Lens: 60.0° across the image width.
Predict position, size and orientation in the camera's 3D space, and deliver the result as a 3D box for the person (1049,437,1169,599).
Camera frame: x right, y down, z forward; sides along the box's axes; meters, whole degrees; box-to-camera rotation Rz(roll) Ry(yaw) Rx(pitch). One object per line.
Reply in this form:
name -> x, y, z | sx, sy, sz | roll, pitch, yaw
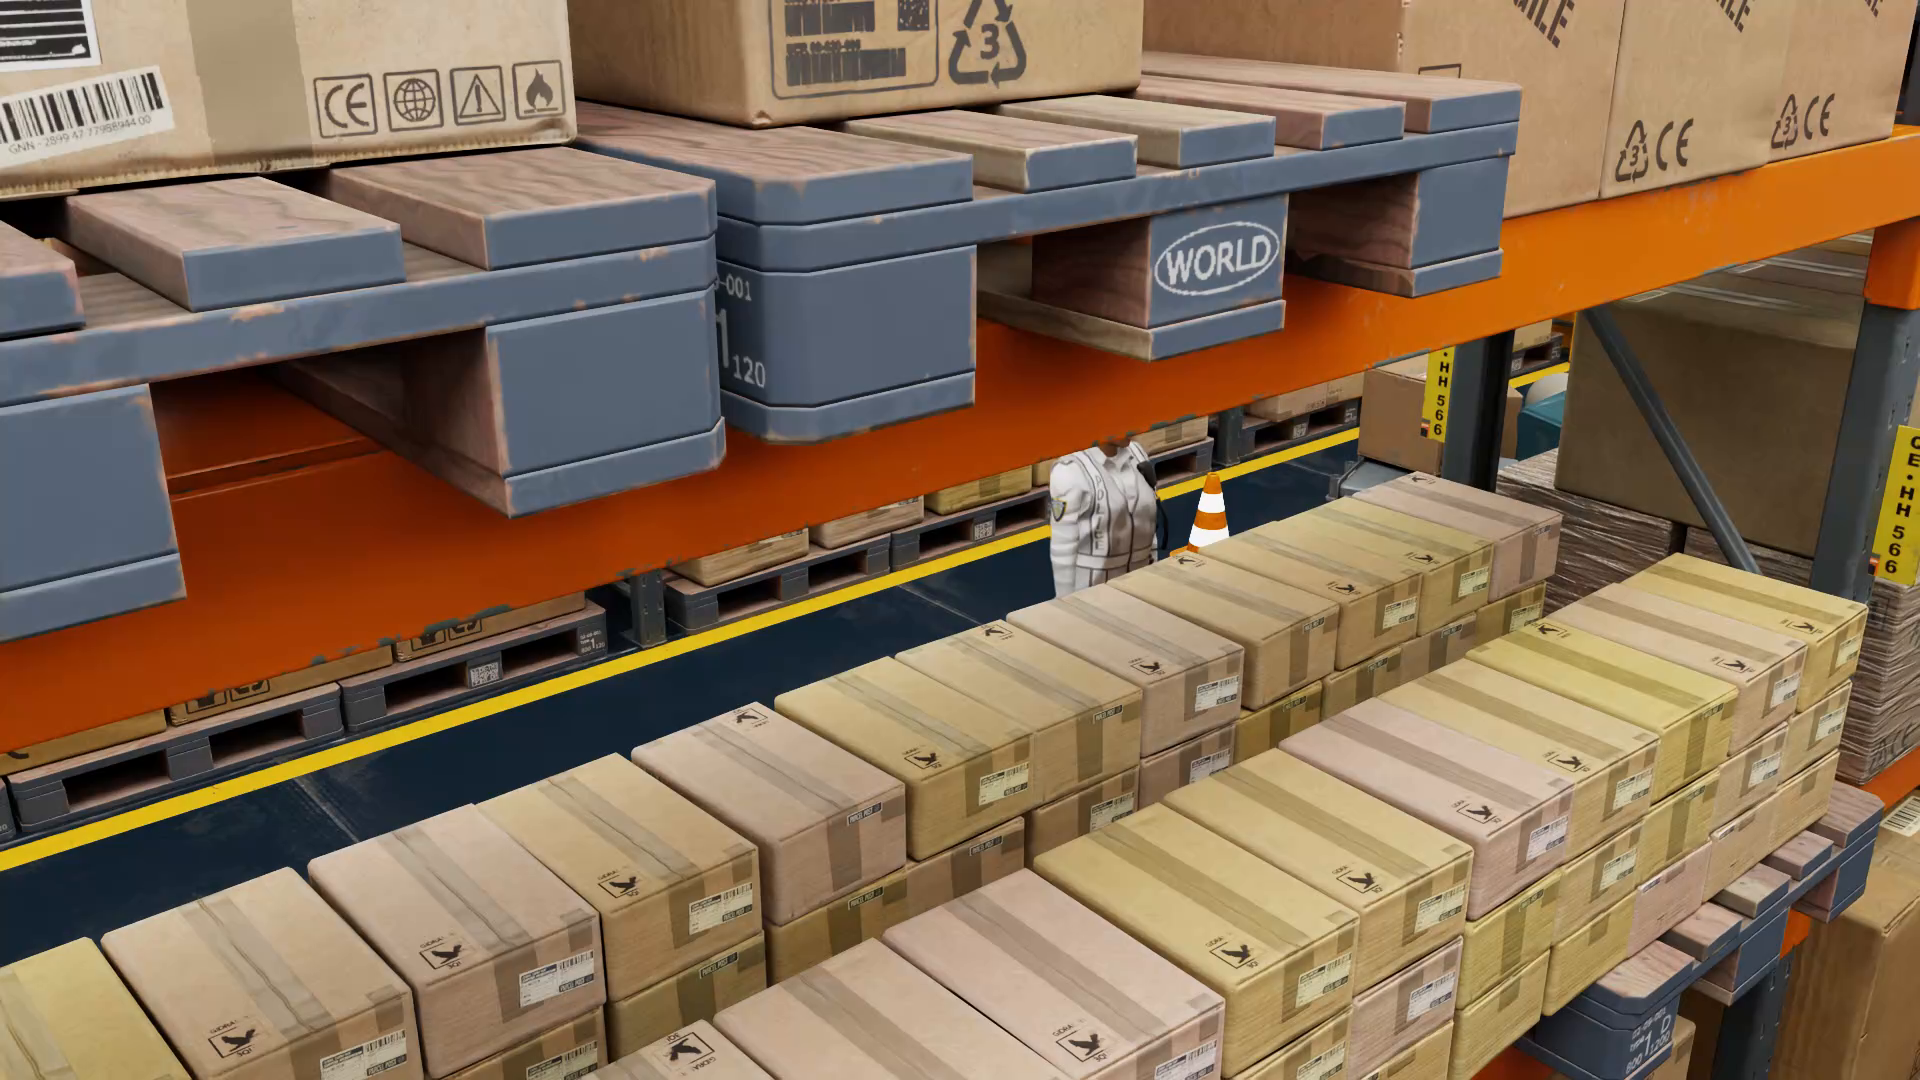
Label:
person -> 0.532, 0.221, 6.019 | 0.470, 1.712, 0.339 | -17, 27, -36
